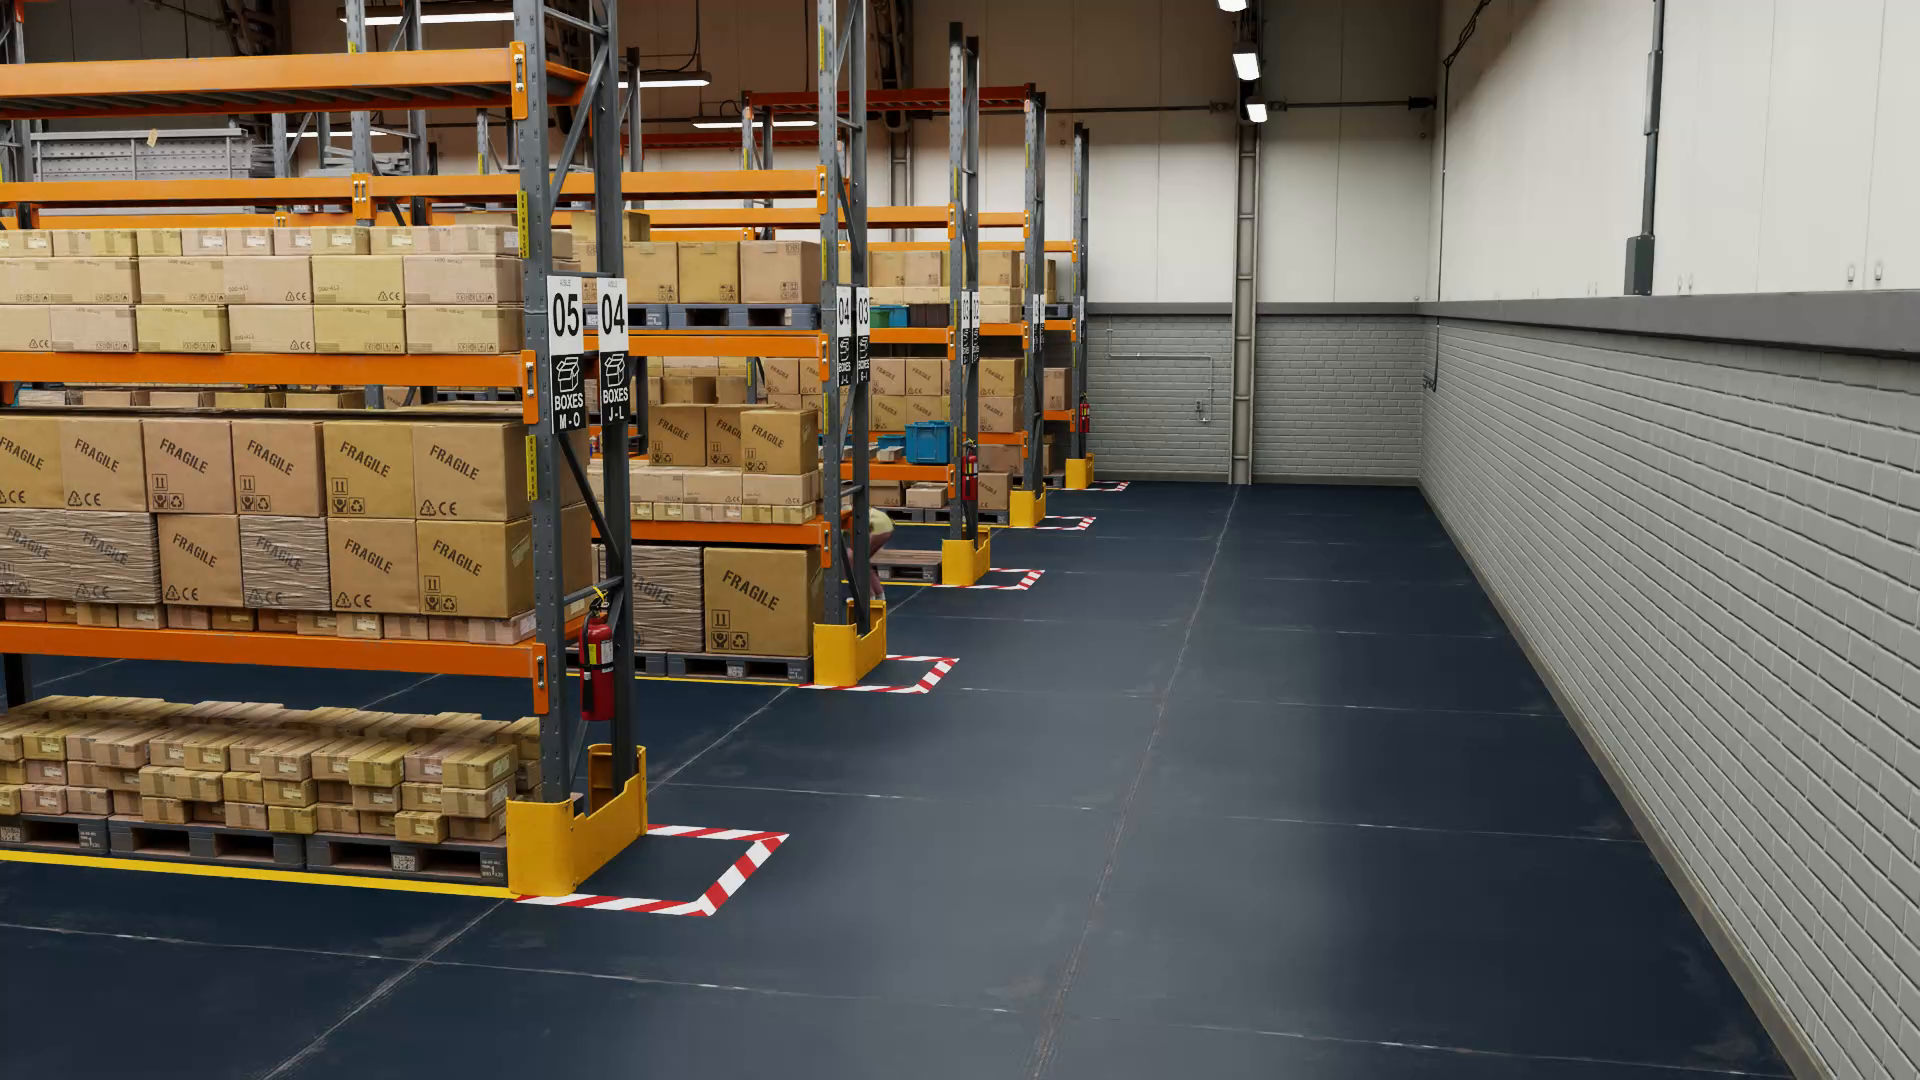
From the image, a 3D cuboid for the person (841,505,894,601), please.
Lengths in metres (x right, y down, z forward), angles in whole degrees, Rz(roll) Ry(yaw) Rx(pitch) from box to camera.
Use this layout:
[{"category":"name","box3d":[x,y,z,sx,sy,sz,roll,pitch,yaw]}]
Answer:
[{"category":"person","box3d":[-1.119,0.129,17.190,0.866,1.038,0.452,1,8,8]}]
